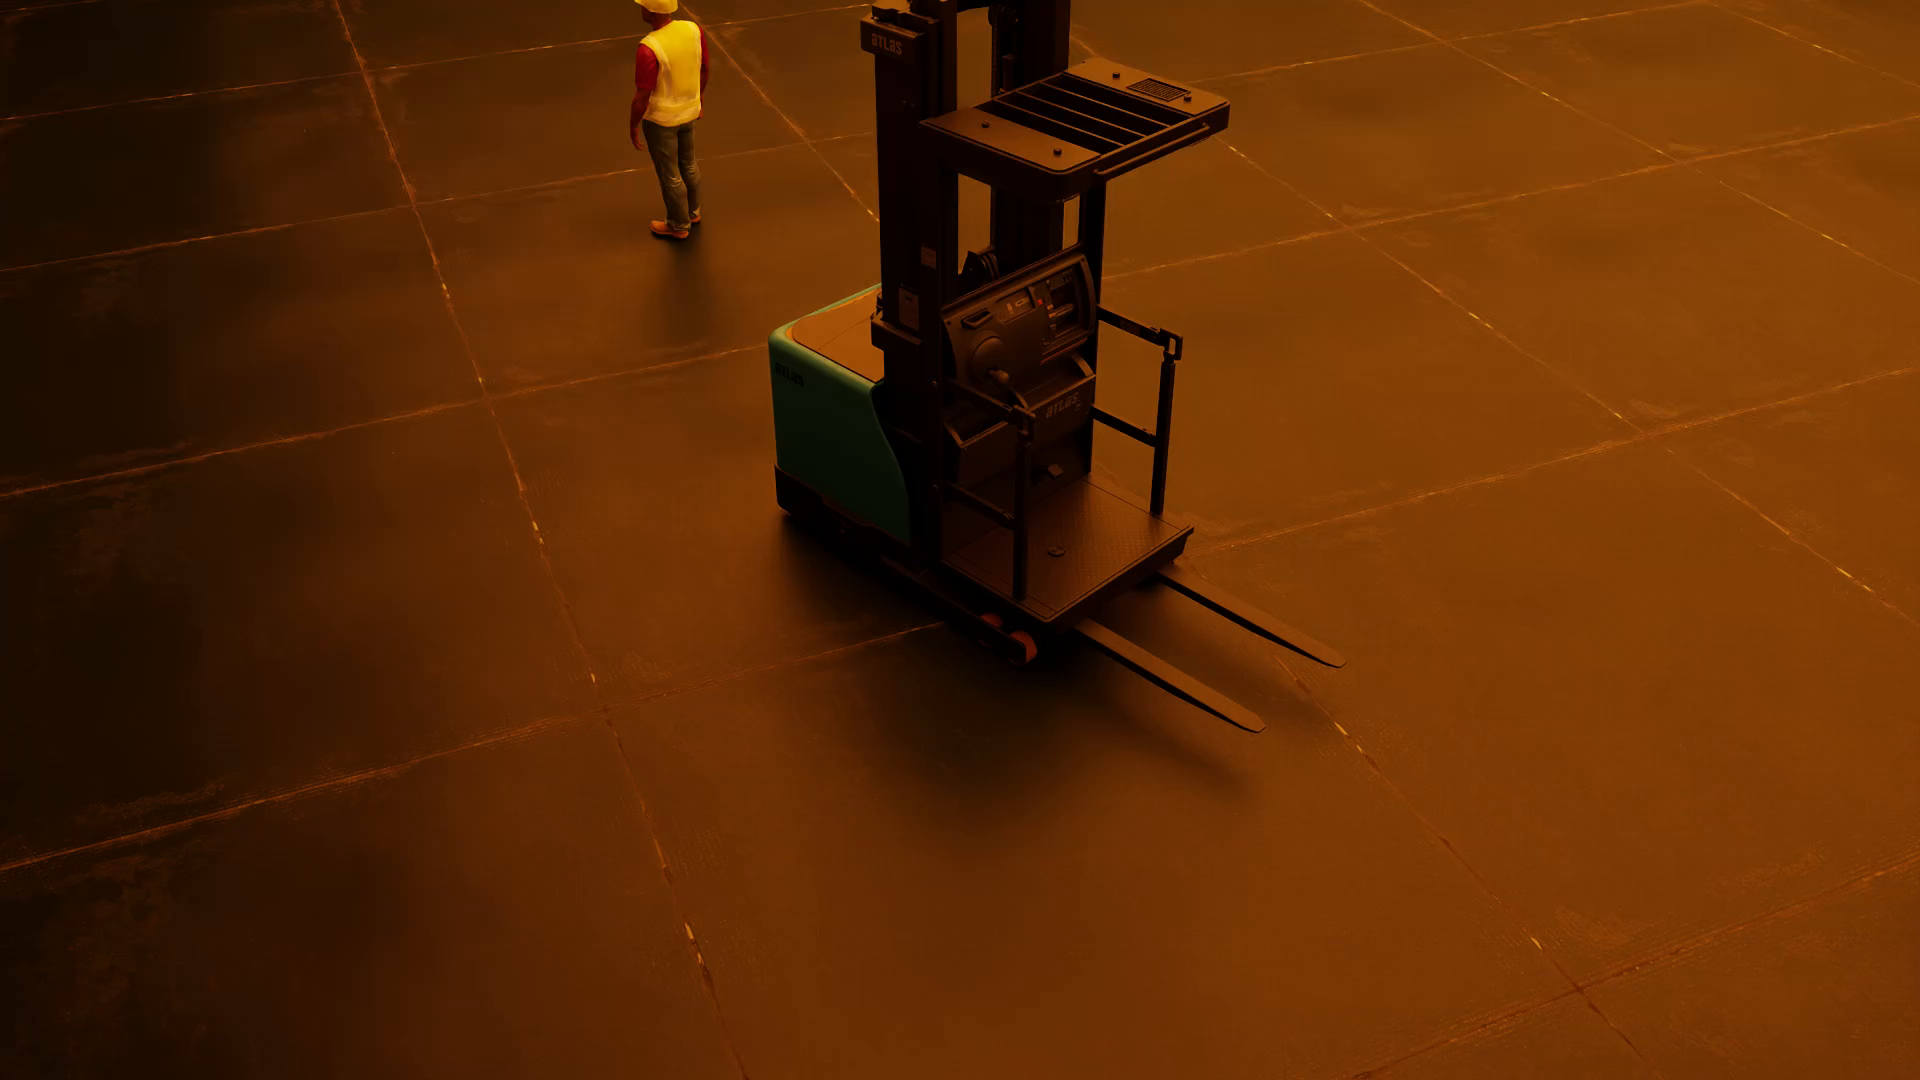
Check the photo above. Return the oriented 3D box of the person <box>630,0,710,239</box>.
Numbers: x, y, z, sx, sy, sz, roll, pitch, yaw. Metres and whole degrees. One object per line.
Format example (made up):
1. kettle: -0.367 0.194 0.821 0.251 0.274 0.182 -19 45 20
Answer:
1. person: -1.994 -2.871 11.129 0.576 1.766 0.666 24 42 30

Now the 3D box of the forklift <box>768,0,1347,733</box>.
1. forklift: 0.432 -0.946 7.429 3.031 2.935 1.130 30 45 35
